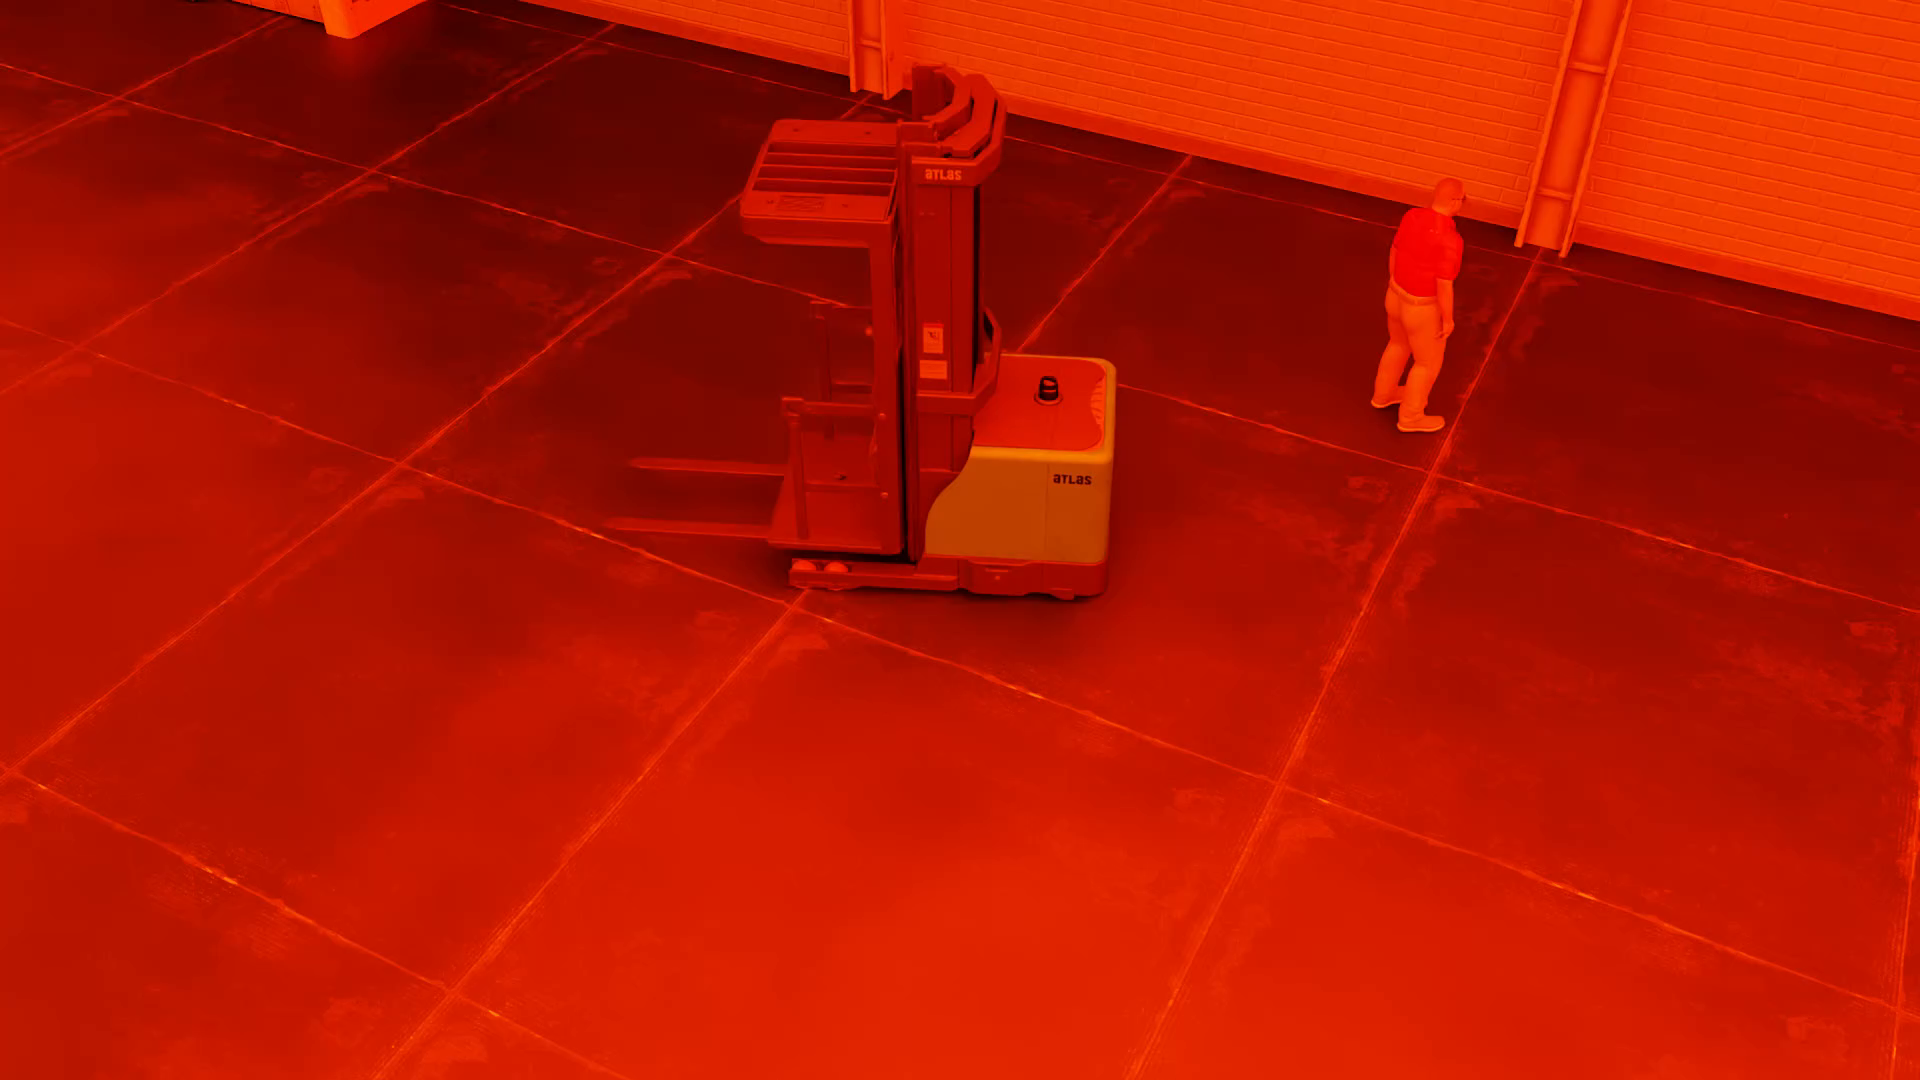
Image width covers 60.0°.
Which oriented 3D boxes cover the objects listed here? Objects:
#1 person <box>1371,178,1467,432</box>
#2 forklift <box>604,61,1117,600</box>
[{"bbox_3d":[2.977,-1.527,10.735,0.396,1.725,0.585,-17,43,-19],"label":"person"},{"bbox_3d":[-0.606,-1.157,9.360,3.031,2.935,1.130,3,40,4],"label":"forklift"}]
